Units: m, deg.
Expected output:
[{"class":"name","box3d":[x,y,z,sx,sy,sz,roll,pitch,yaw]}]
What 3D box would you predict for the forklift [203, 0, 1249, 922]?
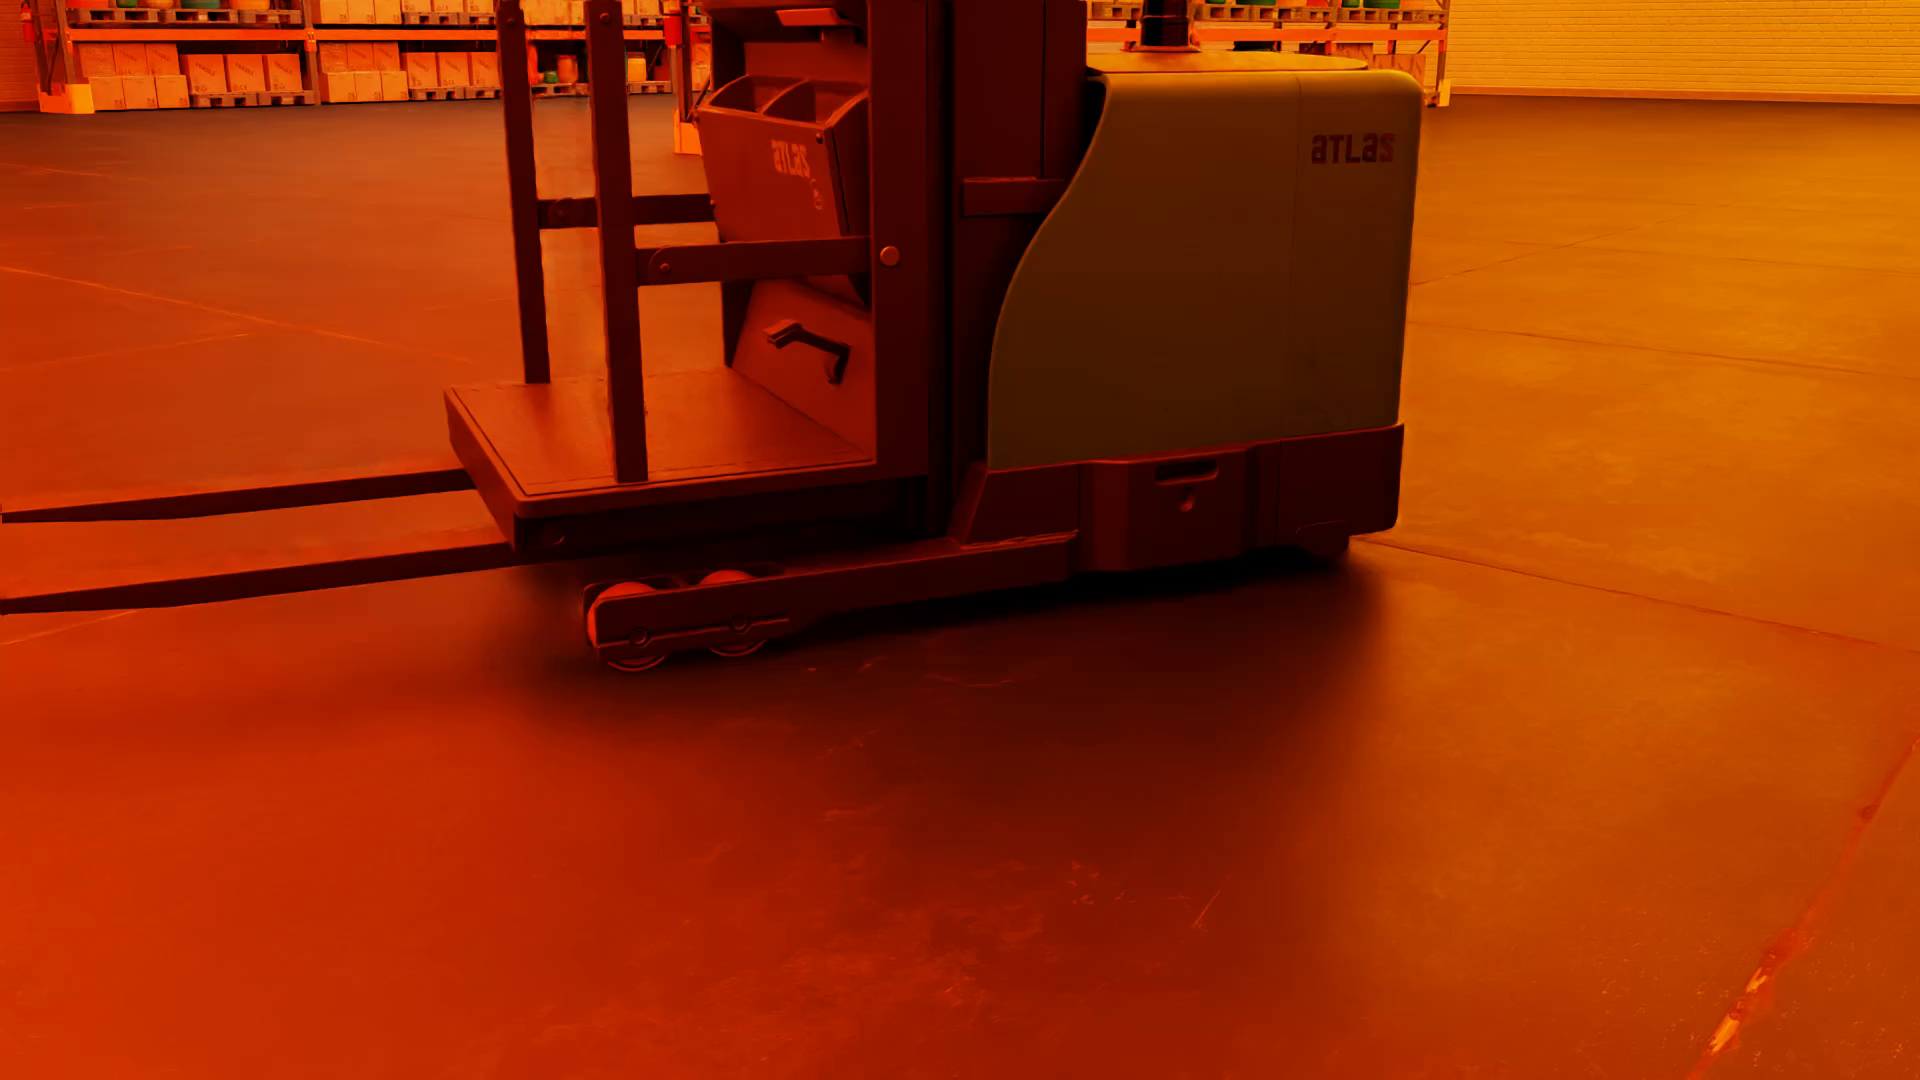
[{"class":"forklift","box3d":[-0.160,-1.226,2.934,1.130,2.935,3.031,5,18,16]}]
